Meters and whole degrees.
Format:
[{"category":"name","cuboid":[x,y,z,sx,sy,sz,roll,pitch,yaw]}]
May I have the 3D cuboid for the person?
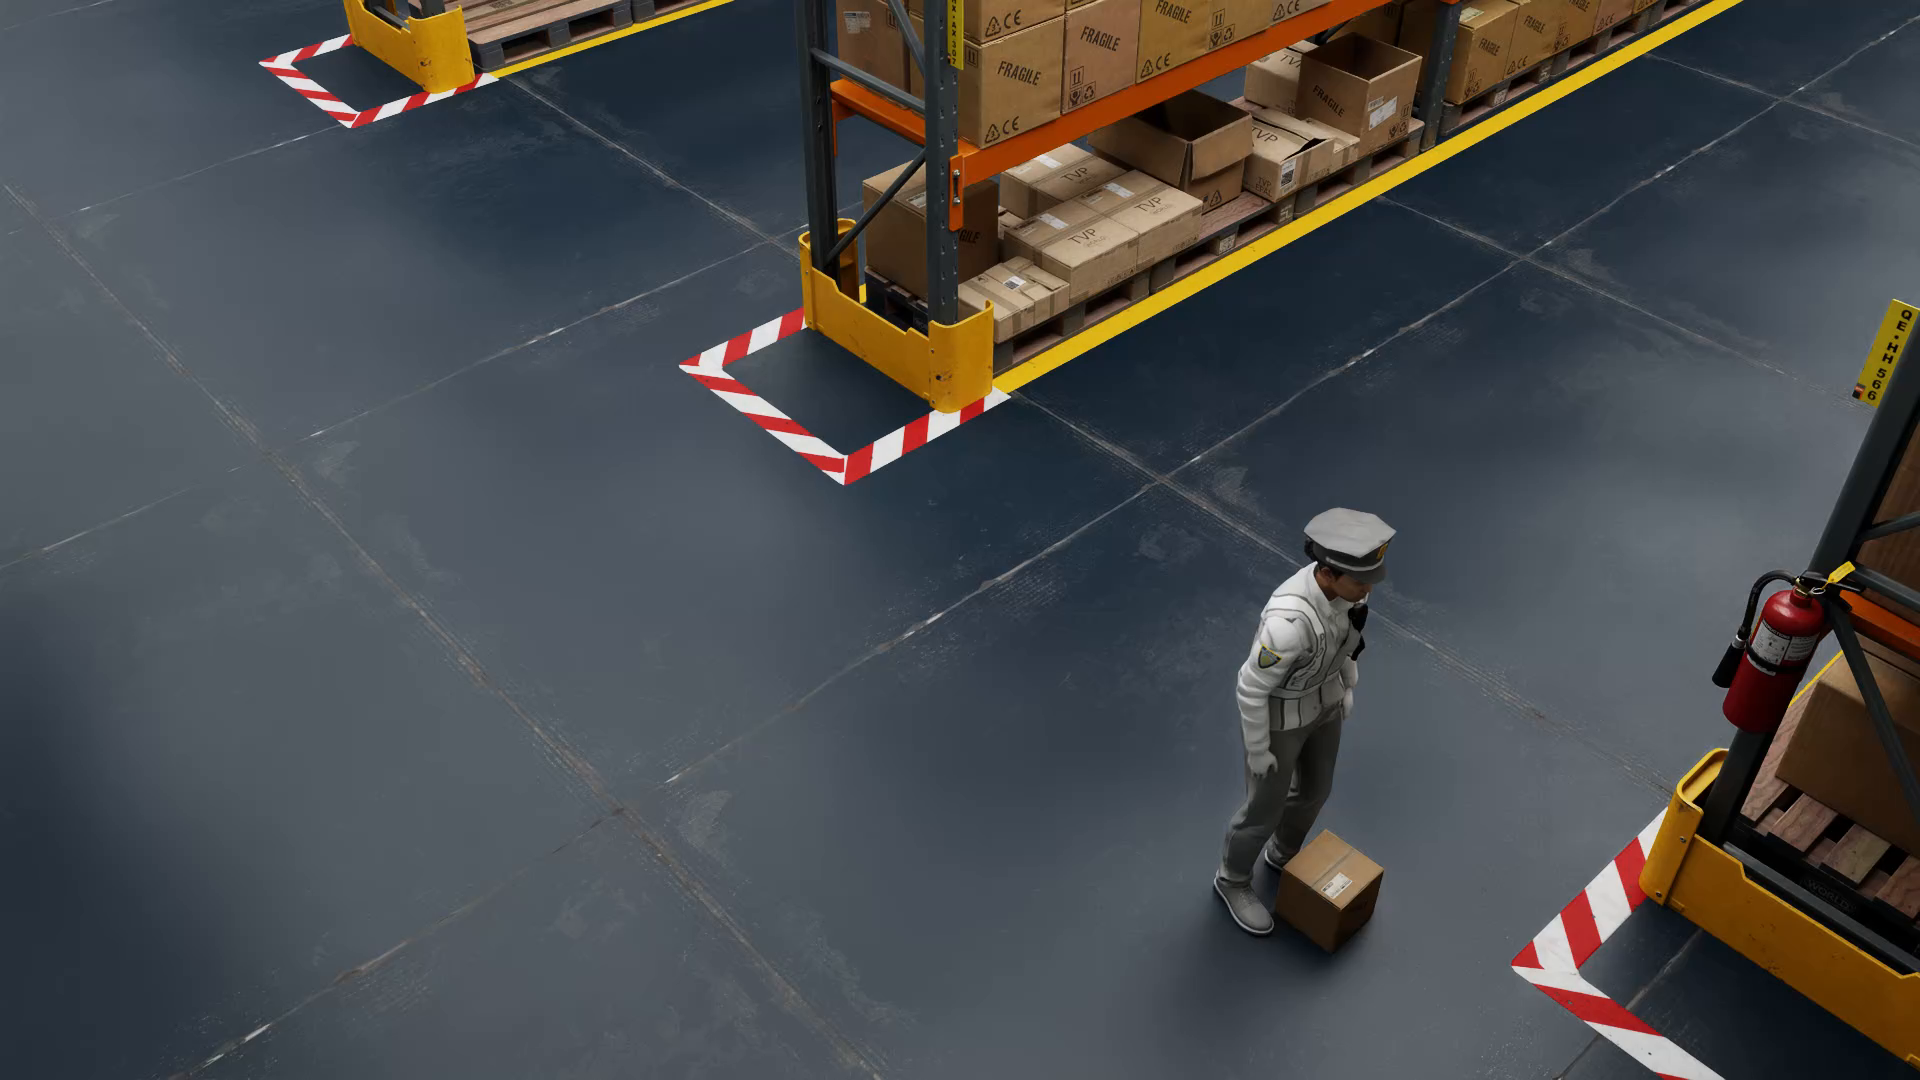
[{"category":"person","cuboid":[1.122,0.582,5.461,0.529,1.663,0.406,-30,49,-31]}]
